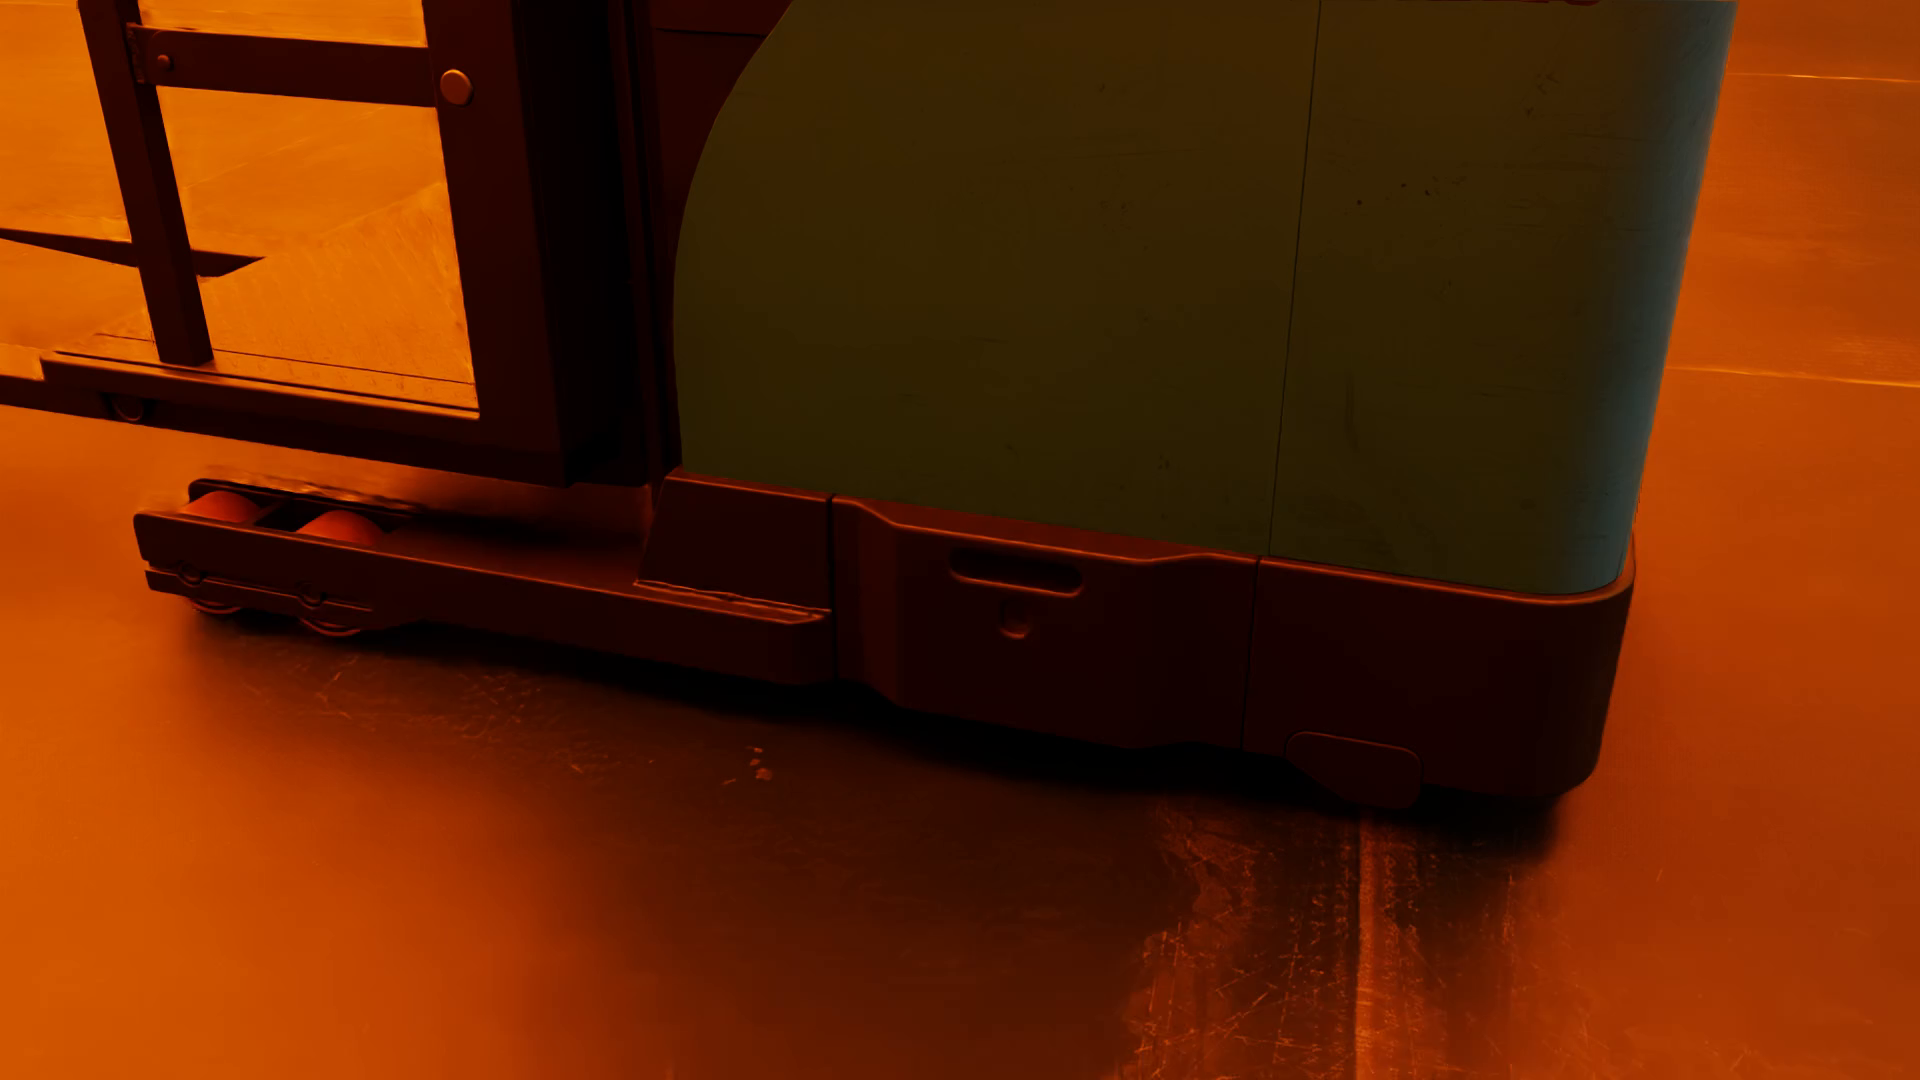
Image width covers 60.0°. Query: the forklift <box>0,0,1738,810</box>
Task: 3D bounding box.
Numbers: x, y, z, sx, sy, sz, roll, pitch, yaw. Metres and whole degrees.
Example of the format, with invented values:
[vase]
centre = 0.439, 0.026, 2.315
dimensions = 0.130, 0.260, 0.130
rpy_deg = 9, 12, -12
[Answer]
[forklift]
centre = -0.596, -1.393, 2.007
dimensions = 3.031, 2.935, 1.130
rpy_deg = 9, 28, 16
